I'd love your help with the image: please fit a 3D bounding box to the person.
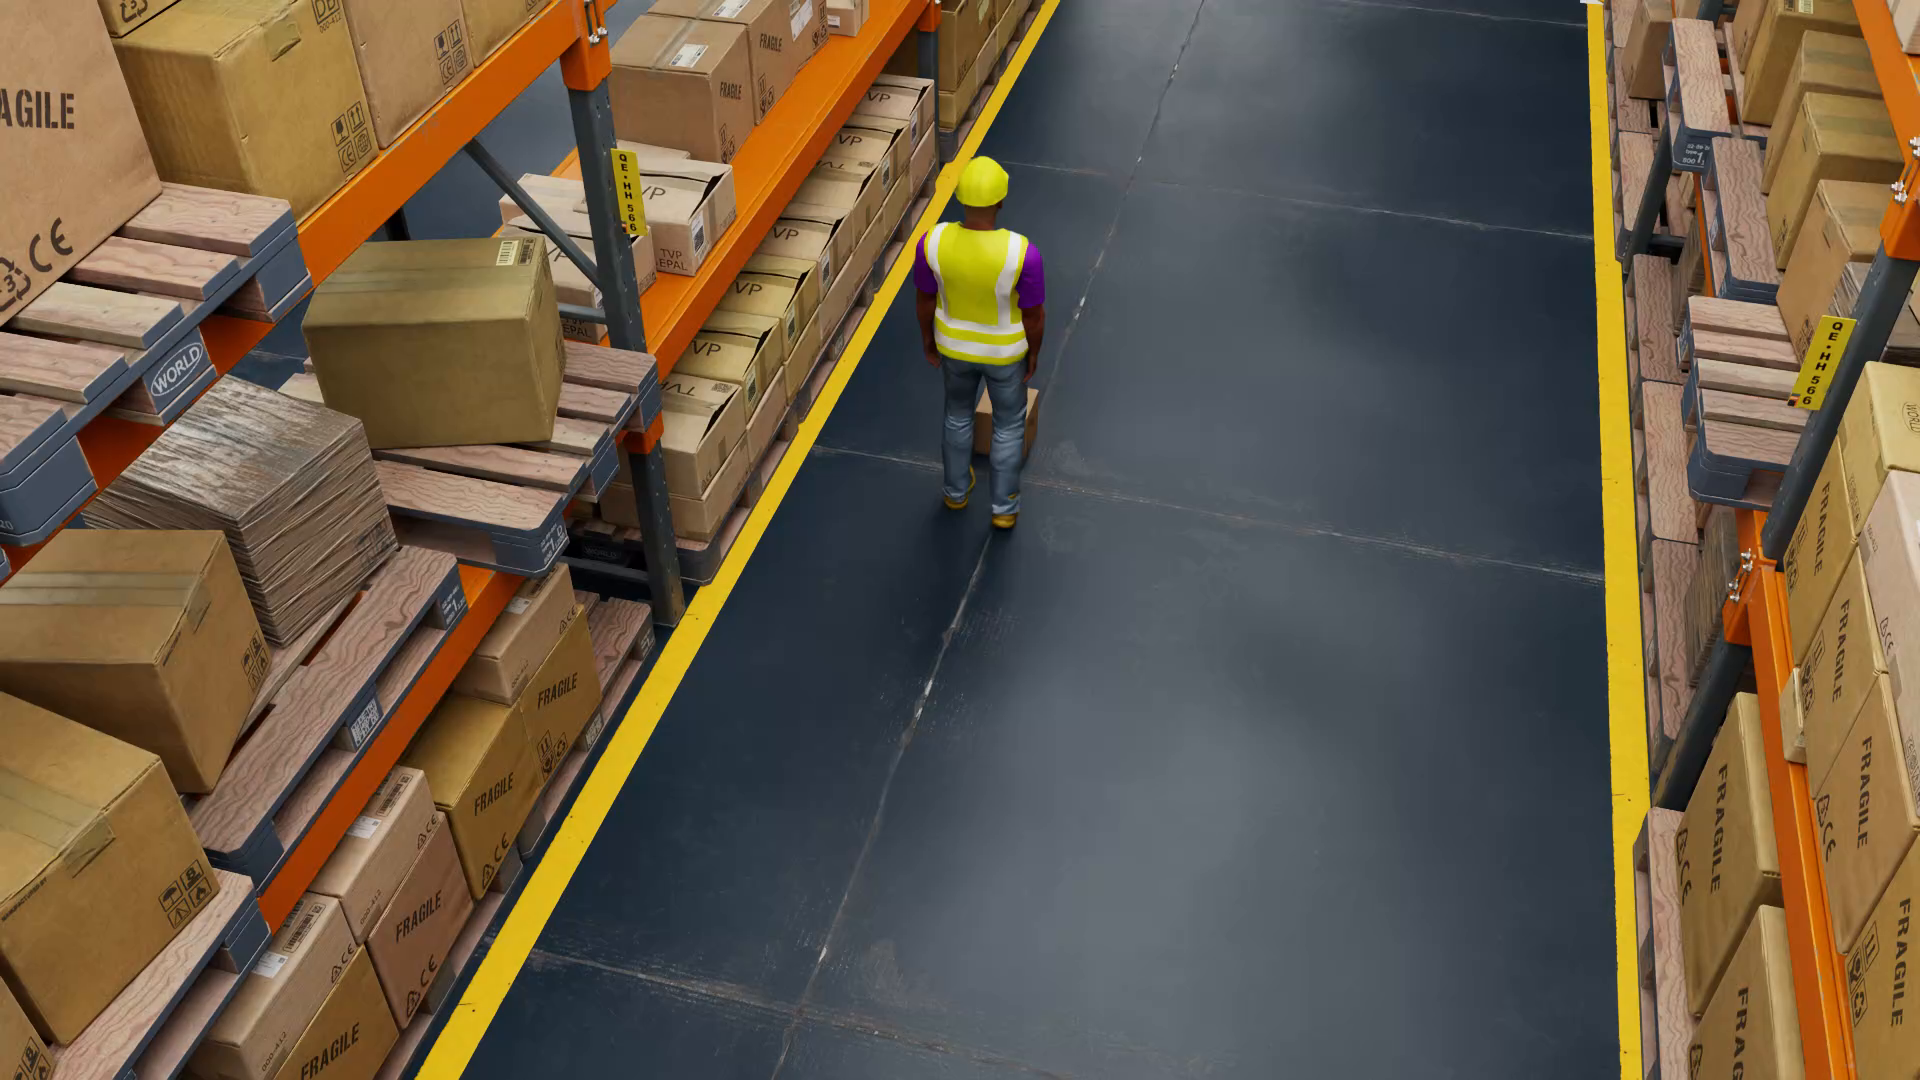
[{"bbox_3d":[0.094,-0.822,7.155,0.562,1.824,0.397,10,42,12],"label":"person"}]
